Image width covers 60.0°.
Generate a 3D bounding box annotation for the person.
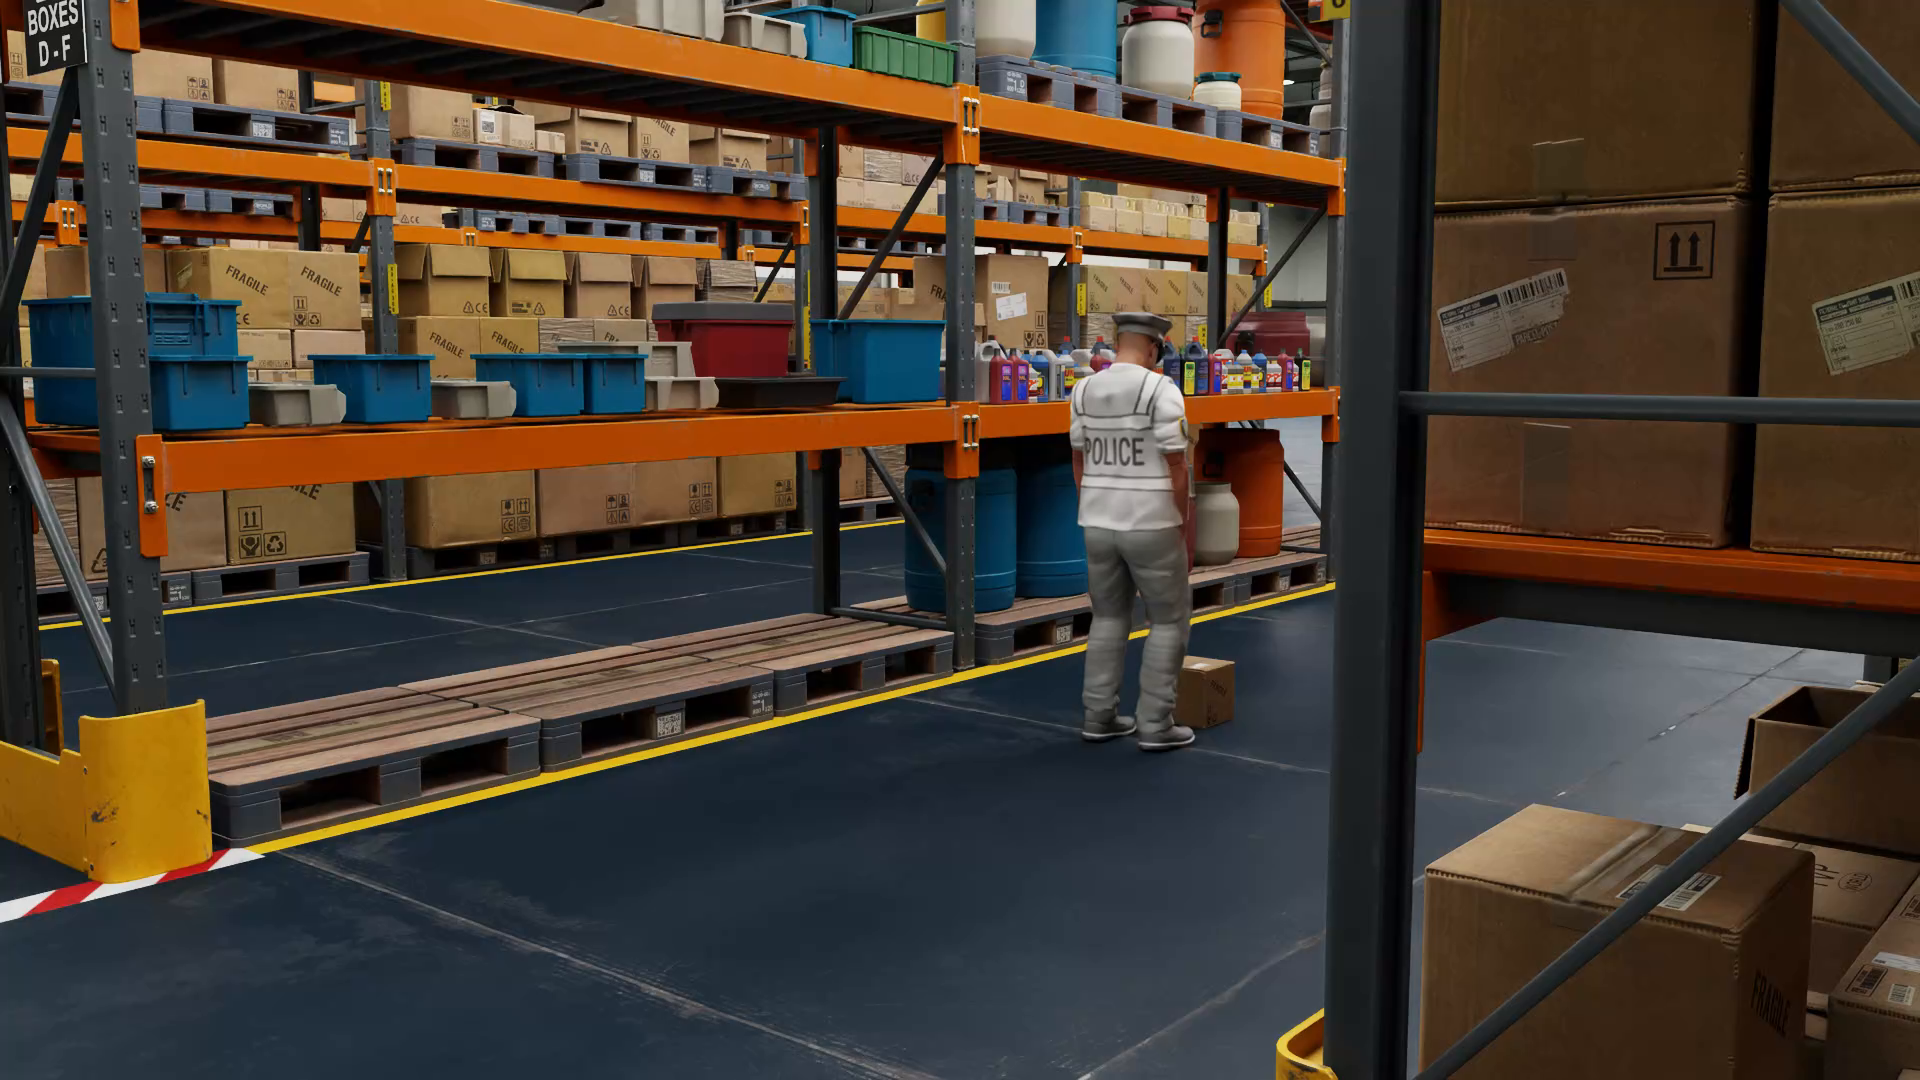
[{"bbox_3d":[0.679,-0.037,6.655,0.538,1.730,0.394,6,9,40],"label":"person"}]
